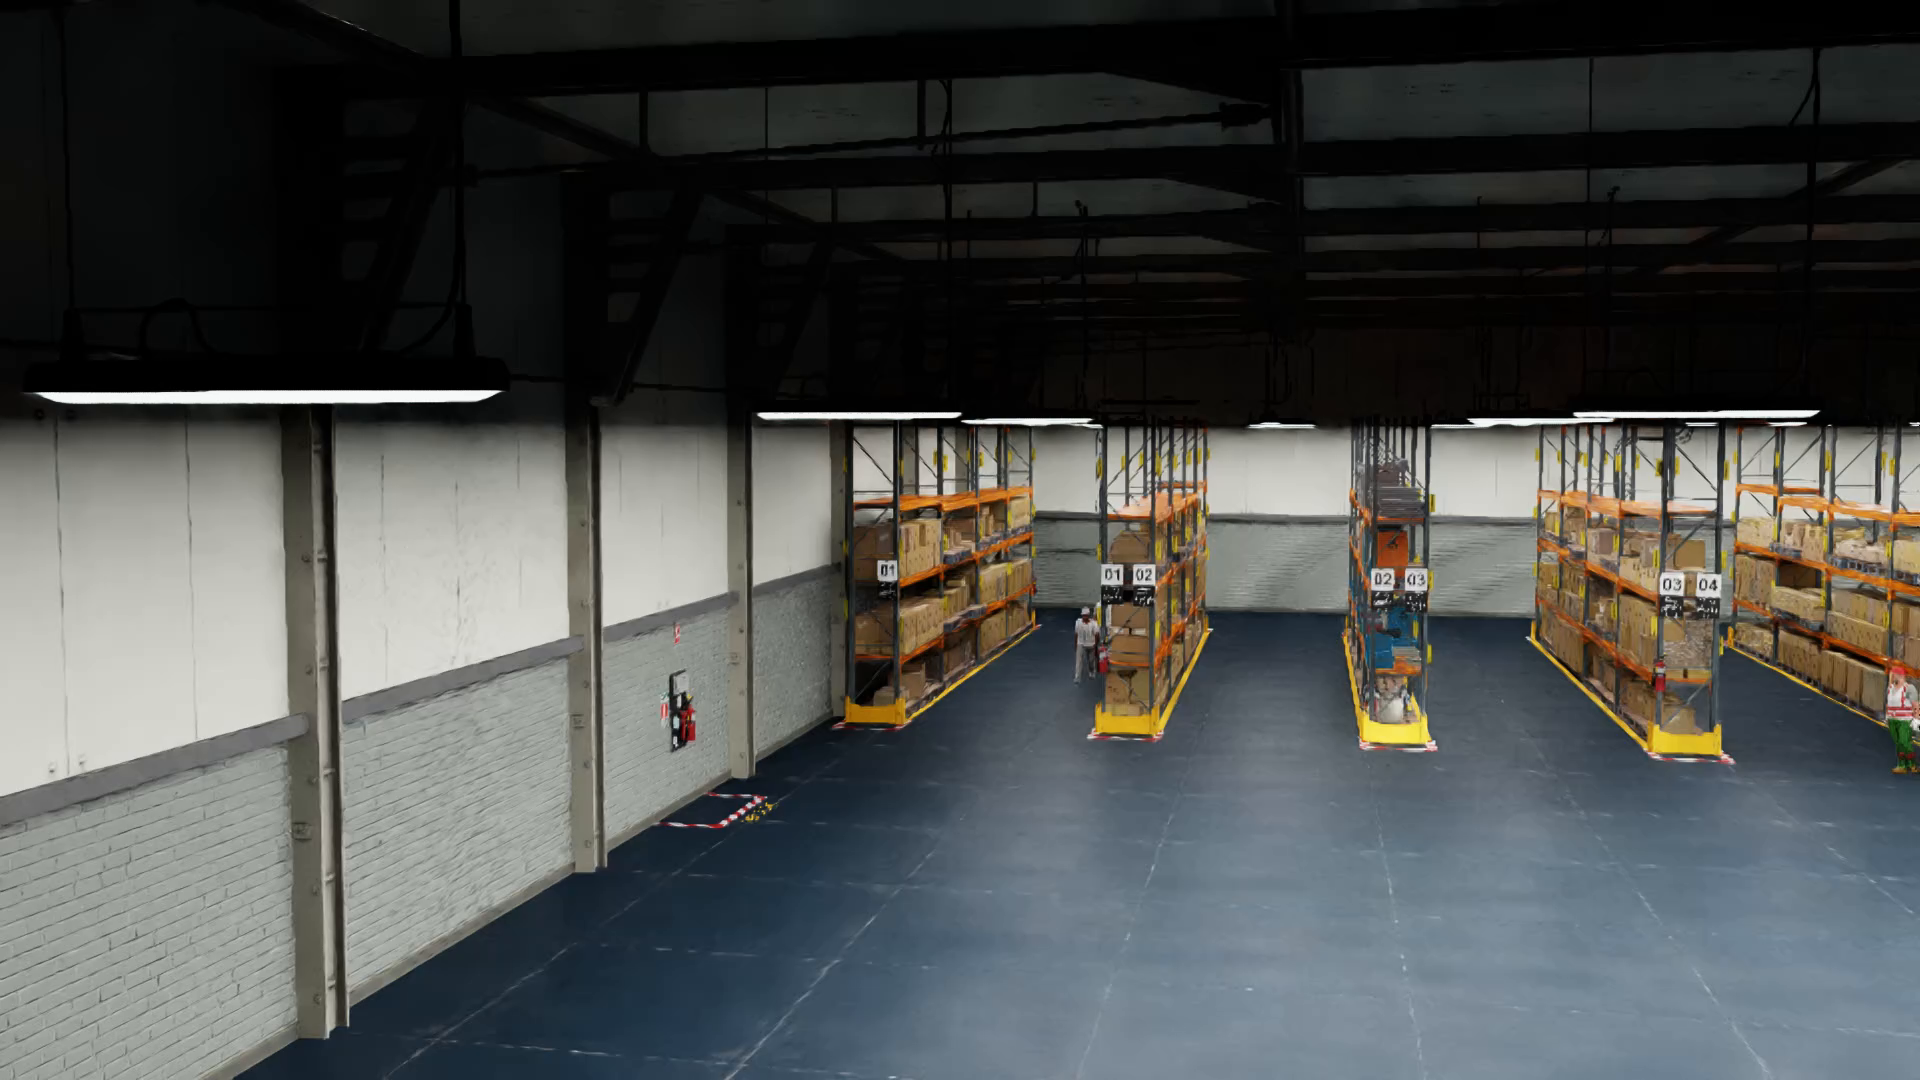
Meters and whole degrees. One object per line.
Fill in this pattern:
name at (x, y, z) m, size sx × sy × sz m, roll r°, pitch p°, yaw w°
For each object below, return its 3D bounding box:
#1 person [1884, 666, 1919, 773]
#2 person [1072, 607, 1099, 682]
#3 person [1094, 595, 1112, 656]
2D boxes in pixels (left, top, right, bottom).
person at (15.675, 2.980, 27.638) m, size 0.384 × 1.783 × 0.632 m, roll -1°, pitch 4°, yaw -20°
person at (2.863, 2.352, 37.685) m, size 0.580 × 1.685 × 1.120 m, roll 1°, pitch 4°, yaw 14°
person at (3.595, 2.104, 41.345) m, size 0.566 × 1.706 × 1.122 m, roll 1°, pitch 4°, yaw 14°
